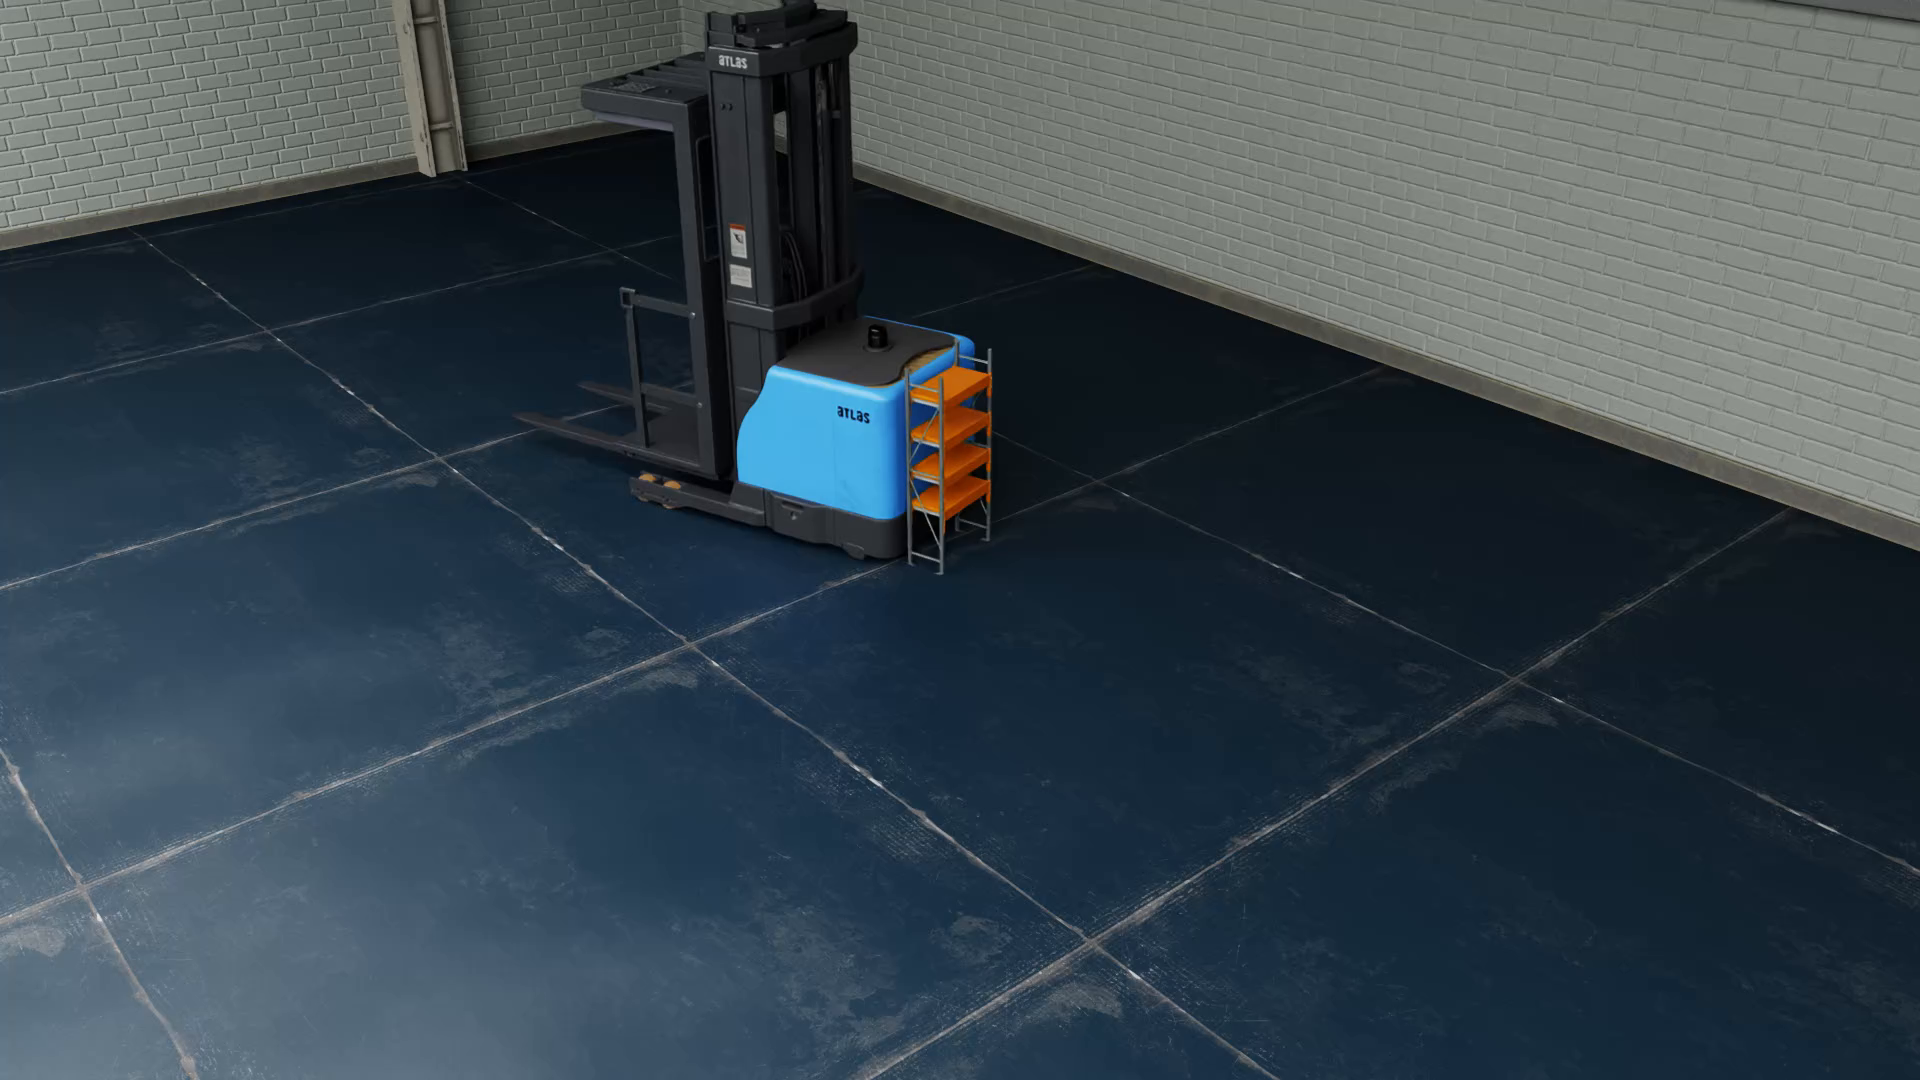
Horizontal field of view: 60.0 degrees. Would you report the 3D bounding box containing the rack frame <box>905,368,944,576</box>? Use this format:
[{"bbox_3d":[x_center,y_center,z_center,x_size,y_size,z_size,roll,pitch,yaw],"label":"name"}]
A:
[{"bbox_3d":[-0.192,-0.360,9.151,0.240,1.200,0.015,17,33,29],"label":"rack frame"}]

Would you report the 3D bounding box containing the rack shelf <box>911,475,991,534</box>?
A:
[{"bbox_3d":[-0.059,-0.222,9.456,0.258,0.148,0.480,17,33,29],"label":"rack shelf"}]

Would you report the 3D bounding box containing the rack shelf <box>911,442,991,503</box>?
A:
[{"bbox_3d":[-0.059,-0.397,9.363,0.258,0.148,0.480,17,33,29],"label":"rack shelf"}]

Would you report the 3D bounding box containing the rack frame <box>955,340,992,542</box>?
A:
[{"bbox_3d":[0.075,-0.553,9.511,0.240,1.200,0.015,17,33,29],"label":"rack frame"}]

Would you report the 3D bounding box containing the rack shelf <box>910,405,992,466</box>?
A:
[{"bbox_3d":[-0.059,-0.594,9.257,0.258,0.148,0.480,17,33,29],"label":"rack shelf"}]

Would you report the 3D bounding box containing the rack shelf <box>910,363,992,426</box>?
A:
[{"bbox_3d":[-0.059,-0.803,9.146,0.258,0.148,0.480,17,33,29],"label":"rack shelf"}]

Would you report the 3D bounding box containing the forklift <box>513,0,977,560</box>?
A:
[{"bbox_3d":[-1.429,-1.679,9.782,3.031,2.935,1.130,15,32,26],"label":"forklift"}]

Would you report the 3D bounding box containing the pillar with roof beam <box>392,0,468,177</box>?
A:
[{"bbox_3d":[-2.393,-6.136,11.684,0.400,9.000,9.100,-22,35,-35],"label":"pillar with roof beam"}]

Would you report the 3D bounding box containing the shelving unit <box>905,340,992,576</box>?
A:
[{"bbox_3d":[-0.059,-0.456,9.331,0.258,1.200,0.503,17,33,29],"label":"shelving unit"}]
